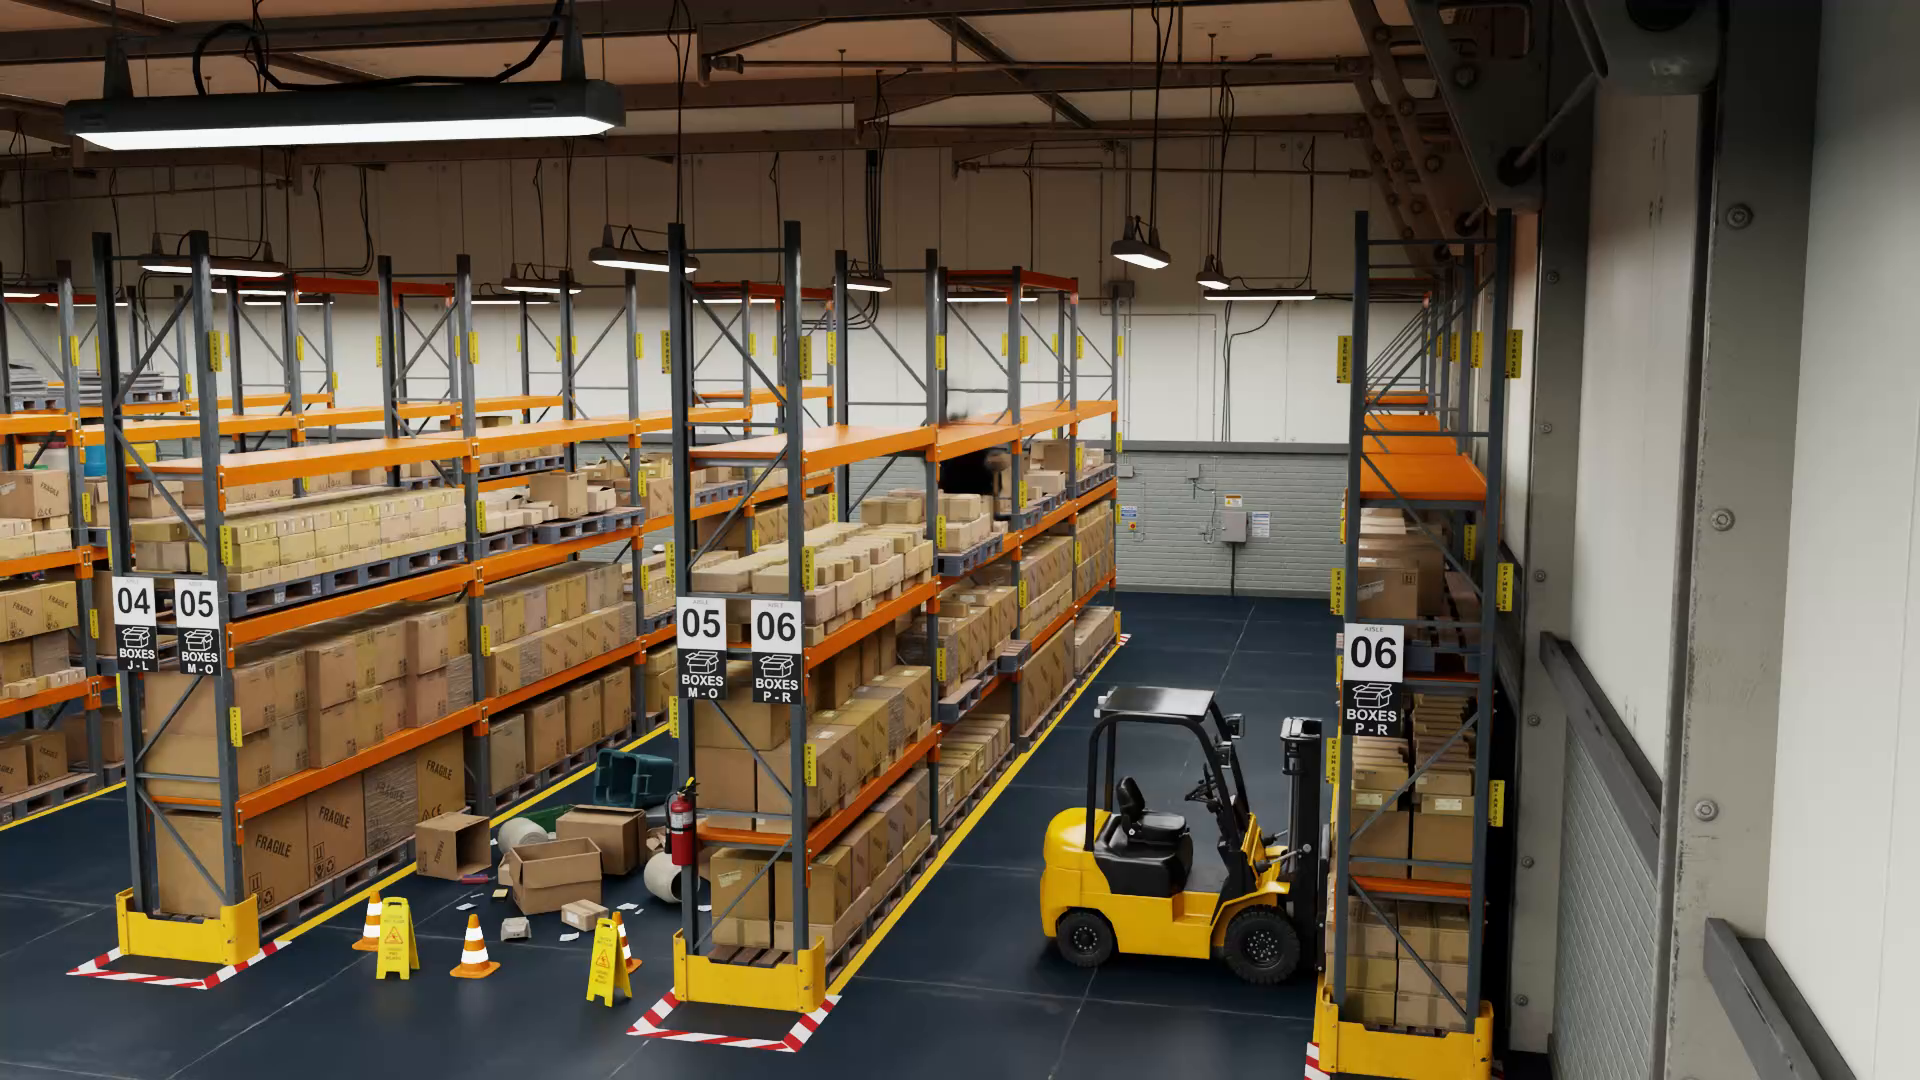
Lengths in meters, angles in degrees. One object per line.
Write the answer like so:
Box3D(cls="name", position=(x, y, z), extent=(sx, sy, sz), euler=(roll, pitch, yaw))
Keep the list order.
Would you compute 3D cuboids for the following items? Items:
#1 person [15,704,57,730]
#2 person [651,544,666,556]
Box3D(cls="person", position=(-11.900, 1.703, 21.232), extent=(0.660, 1.790, 0.800), euler=(0, 7, 1))
Box3D(cls="person", position=(-4.948, 0.933, 27.784), extent=(0.701, 1.745, 0.694), euler=(3, 7, 21))
